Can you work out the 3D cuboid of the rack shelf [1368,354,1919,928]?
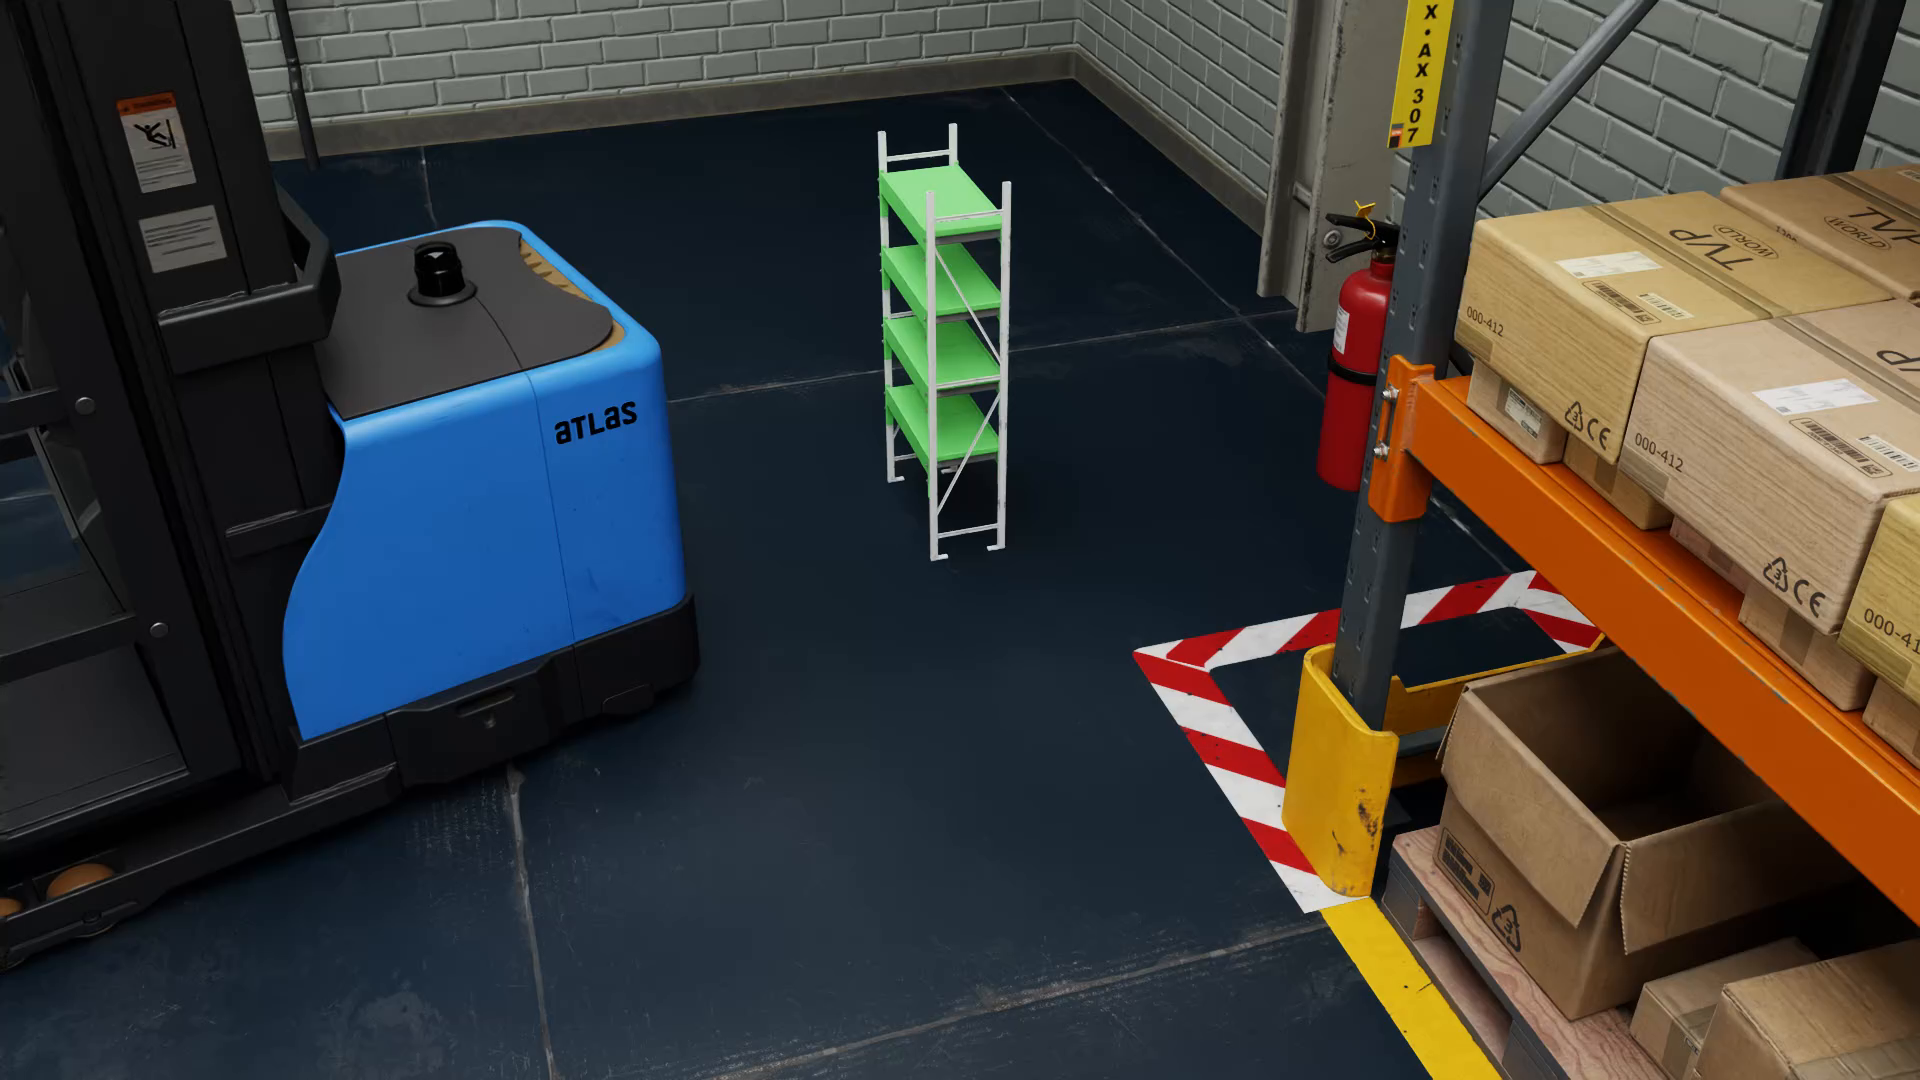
[{"bbox_3d":[1.988,0.732,2.075,1.077,0.370,4.000,-10,35,-15],"label":"rack shelf"}]

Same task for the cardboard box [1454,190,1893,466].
[{"bbox_3d":[1.260,-0.397,2.996,0.500,0.250,0.500,-10,35,-14],"label":"cardboard box"}]

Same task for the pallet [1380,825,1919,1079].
[{"bbox_3d":[1.645,1.003,3.541,1.003,0.211,1.213,-10,35,-15],"label":"pallet"}]

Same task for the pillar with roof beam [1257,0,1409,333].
[{"bbox_3d":[-2.686,-3.965,3.088,9.100,9.000,0.400,-10,35,-15],"label":"pillar with roof beam"}]

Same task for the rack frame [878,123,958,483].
[{"bbox_3d":[-0.125,-0.716,5.245,0.240,1.200,0.015,-10,35,-15],"label":"rack frame"}]

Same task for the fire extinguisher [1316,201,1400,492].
[{"bbox_3d":[0.893,-0.430,3.589,0.296,0.674,0.183,-10,35,-15],"label":"fire extinguisher"}]

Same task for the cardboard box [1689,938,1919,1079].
[{"bbox_3d":[1.698,1.041,2.840,0.700,0.500,0.500,-9,34,-13],"label":"cardboard box"}]

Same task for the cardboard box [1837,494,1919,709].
[{"bbox_3d":[1.572,0.134,2.193,0.500,0.250,0.500,-11,35,-16],"label":"cardboard box"}]

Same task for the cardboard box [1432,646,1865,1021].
[{"bbox_3d":[1.475,0.585,3.528,0.797,0.503,0.637,-11,35,-17],"label":"cardboard box"}]

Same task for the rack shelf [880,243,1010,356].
[{"bbox_3d":[-0.051,-0.734,4.954,0.258,0.148,0.480,-10,35,-15],"label":"rack shelf"}]

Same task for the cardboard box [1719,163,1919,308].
[{"bbox_3d":[1.771,-0.483,3.127,0.500,0.250,0.500,-9,35,-13],"label":"cardboard box"}]

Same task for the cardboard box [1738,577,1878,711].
[{"bbox_3d":[1.471,0.106,2.597,0.380,0.149,0.250,-9,34,-13],"label":"cardboard box"}]

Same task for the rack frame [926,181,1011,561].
[{"bbox_3d":[0.024,-0.459,4.857,0.240,1.200,0.015,-10,35,-15],"label":"rack frame"}]

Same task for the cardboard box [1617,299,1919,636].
[{"bbox_3d":[1.414,-0.132,2.595,0.500,0.250,0.500,-10,35,-14],"label":"cardboard box"}]

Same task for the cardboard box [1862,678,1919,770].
[{"bbox_3d":[1.557,0.244,2.387,0.380,0.149,0.250,-9,35,-14],"label":"cardboard box"}]

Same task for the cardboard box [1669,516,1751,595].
[{"bbox_3d":[1.452,-0.037,2.813,0.380,0.149,0.250,-10,35,-15],"label":"cardboard box"}]

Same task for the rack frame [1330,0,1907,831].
[{"bbox_3d":[1.378,-0.619,3.465,1.000,3.000,0.127,-10,35,-15],"label":"rack frame"}]

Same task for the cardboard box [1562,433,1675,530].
[{"bbox_3d":[1.339,-0.169,3.013,0.380,0.149,0.250,-9,35,-14],"label":"cardboard box"}]

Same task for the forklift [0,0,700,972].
[{"bbox_3d":[-2.226,-0.577,3.464,3.031,2.935,1.130,-20,39,-28],"label":"forklift"}]

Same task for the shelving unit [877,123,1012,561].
[{"bbox_3d":[-0.051,-0.588,5.051,0.258,1.200,0.503,-10,35,-15],"label":"shelving unit"}]

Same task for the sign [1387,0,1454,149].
[{"bbox_3d":[0.861,-0.889,3.089,0.100,0.325,0.005,-10,35,-15],"label":"sign"}]

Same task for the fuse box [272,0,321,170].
[{"bbox_3d":[-3.045,-2.478,7.447,0.539,1.711,0.414,-10,35,-15],"label":"fuse box"}]

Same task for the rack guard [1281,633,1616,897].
[{"bbox_3d":[1.401,0.464,4.094,1.175,0.500,0.348,-10,35,-15],"label":"rack guard"}]

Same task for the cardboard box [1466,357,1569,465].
[{"bbox_3d":[1.217,-0.295,3.204,0.380,0.149,0.250,-10,35,-15],"label":"cardboard box"}]

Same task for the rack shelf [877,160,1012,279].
[{"bbox_3d":[-0.051,-0.935,4.821,0.258,0.148,0.480,-10,35,-15],"label":"rack shelf"}]

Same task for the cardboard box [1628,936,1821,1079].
[{"bbox_3d":[1.567,0.962,3.278,0.380,0.149,0.250,-11,35,-17],"label":"cardboard box"}]

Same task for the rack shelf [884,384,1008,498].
[{"bbox_3d":[-0.051,-0.334,5.218,0.258,0.148,0.480,-10,35,-15],"label":"rack shelf"}]

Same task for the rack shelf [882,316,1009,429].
[{"bbox_3d":[-0.051,-0.534,5.086,0.258,0.148,0.480,-10,35,-15],"label":"rack shelf"}]
